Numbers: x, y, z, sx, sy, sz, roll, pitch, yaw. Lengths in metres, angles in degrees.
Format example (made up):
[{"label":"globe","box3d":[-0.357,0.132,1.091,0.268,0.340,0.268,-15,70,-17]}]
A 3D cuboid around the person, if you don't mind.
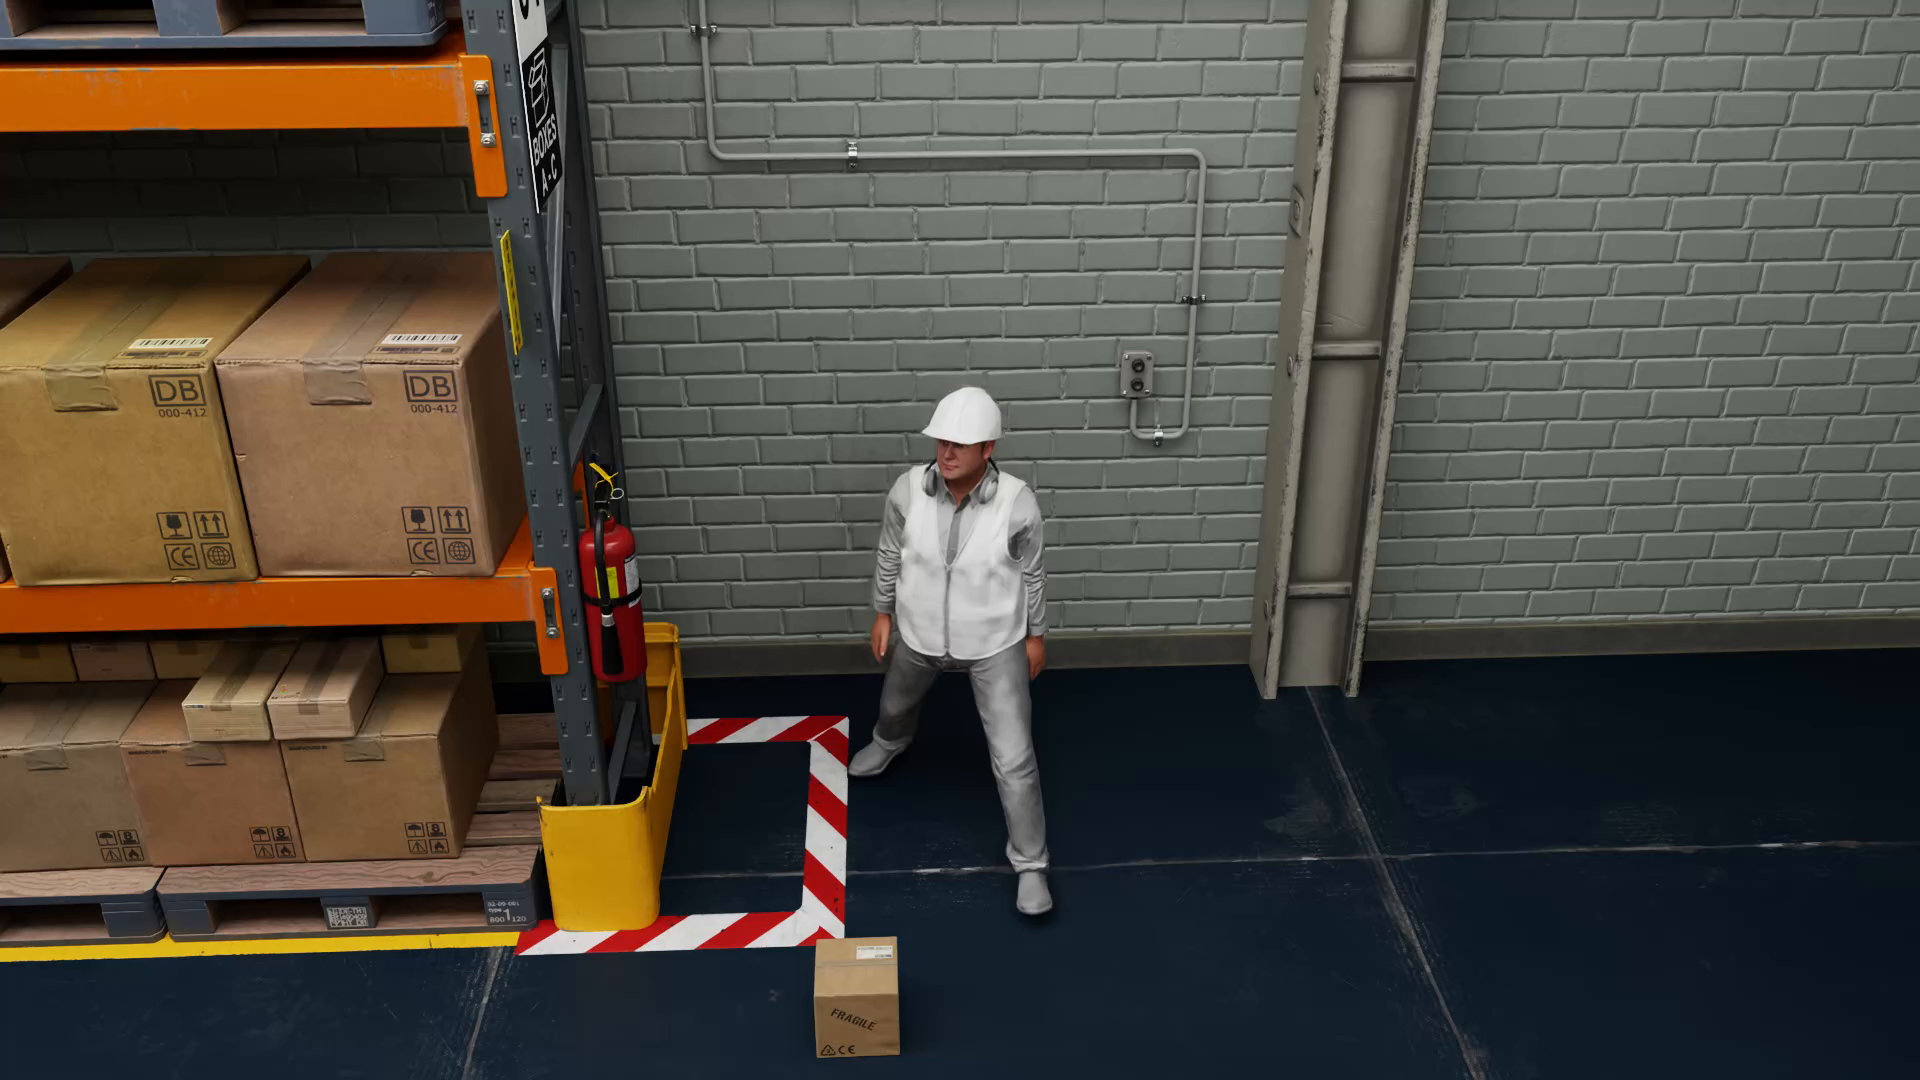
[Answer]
[{"label":"person","box3d":[-0.036,0.298,5.551,0.909,1.731,0.869,7,28,14]}]
